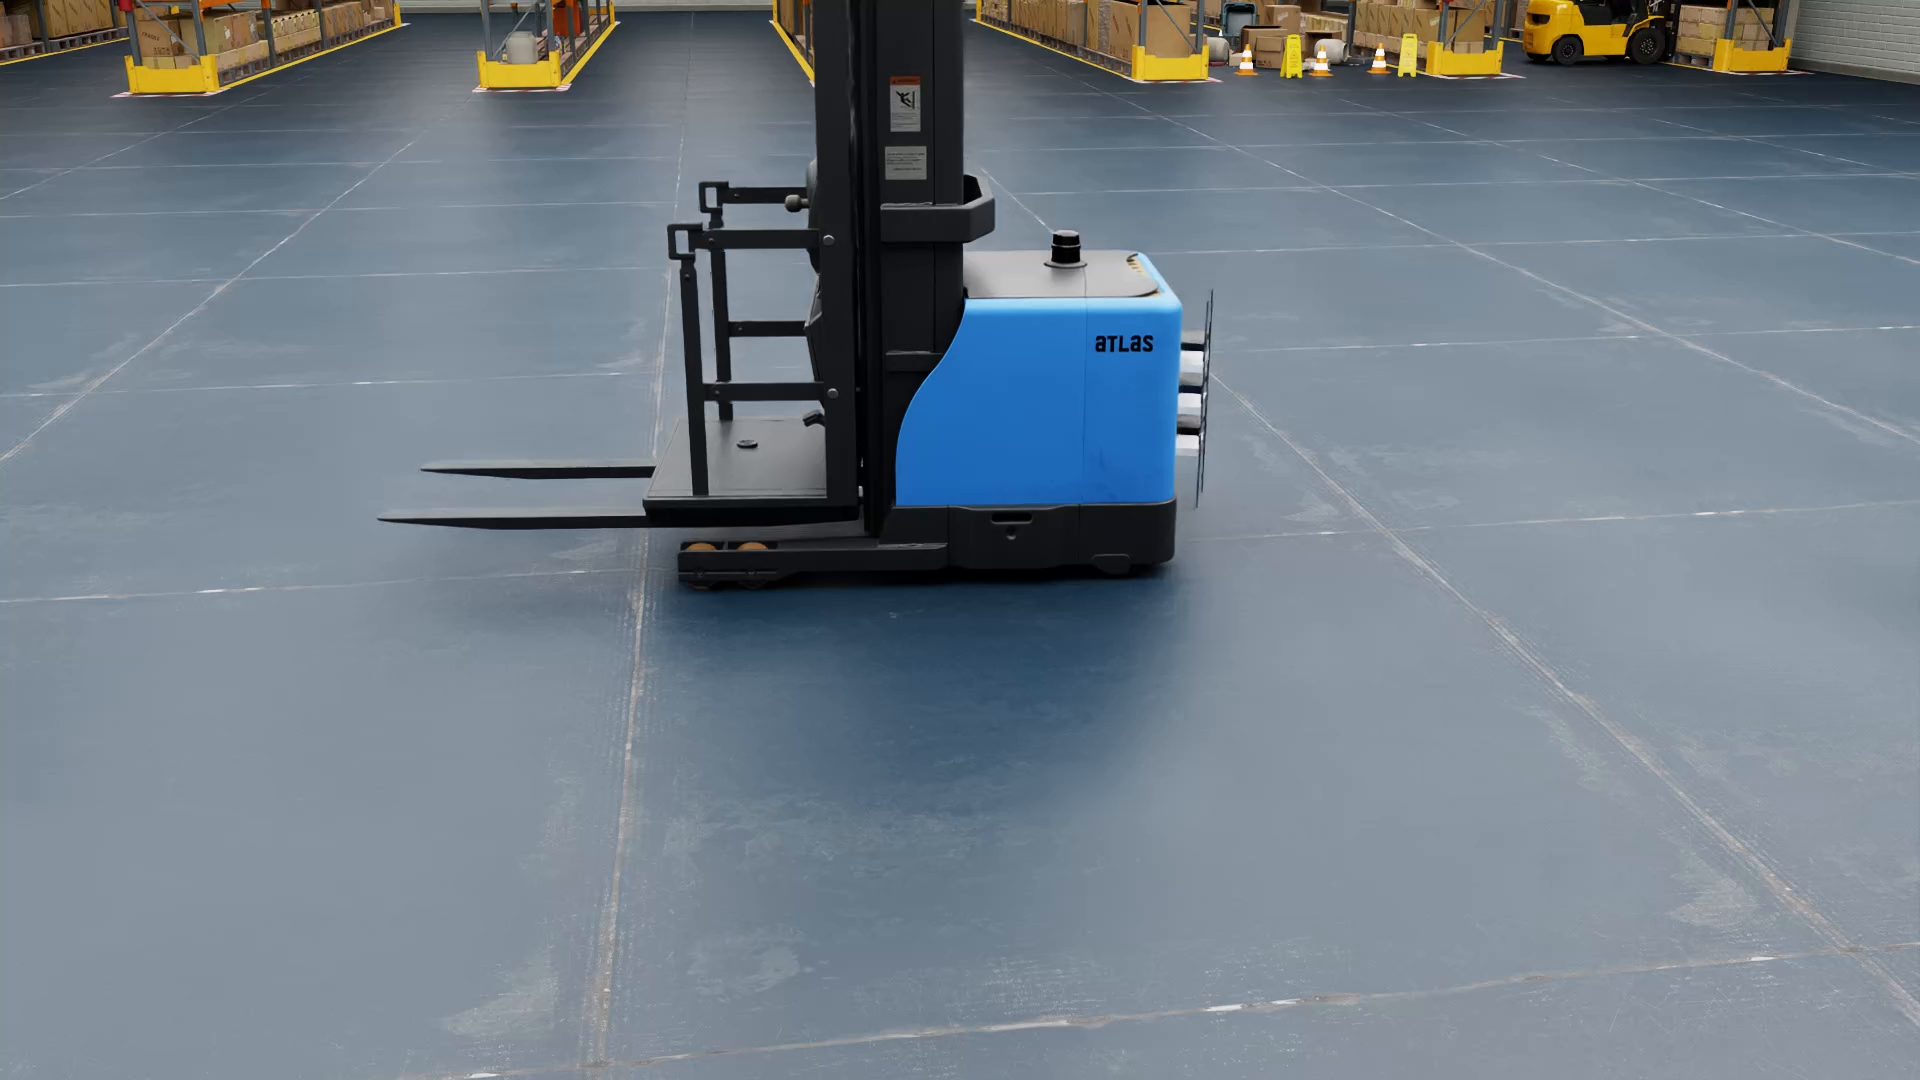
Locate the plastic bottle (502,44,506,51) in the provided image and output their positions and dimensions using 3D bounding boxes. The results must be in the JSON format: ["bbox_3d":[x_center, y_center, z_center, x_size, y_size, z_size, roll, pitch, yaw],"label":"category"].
[{"bbox_3d":[-7.267,-7.789,26.537,0.061,0.283,0.133,-2,21,-6],"label":"plastic bottle"}]

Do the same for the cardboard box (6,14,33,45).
[{"bbox_3d":[-17.335,-9.261,30.168,0.700,0.500,0.500,-3,21,-7],"label":"cardboard box"}]

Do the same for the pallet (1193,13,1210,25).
[{"bbox_3d":[6.233,-12.491,39.858,1.003,0.211,1.213,-3,21,-8],"label":"pallet"}]

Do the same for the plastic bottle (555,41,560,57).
[{"bbox_3d":[-6.580,-7.997,27.111,0.097,0.271,0.097,0,20,0],"label":"plastic bottle"}]

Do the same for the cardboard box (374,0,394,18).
[{"bbox_3d":[-13.420,-12.353,38.446,0.500,0.500,0.500,-3,21,-8],"label":"cardboard box"}]

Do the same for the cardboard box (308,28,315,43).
[{"bbox_3d":[-12.194,-9.284,30.616,0.500,0.250,0.500,-3,21,-8],"label":"cardboard box"}]

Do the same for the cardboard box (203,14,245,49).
[{"bbox_3d":[-11.506,-7.930,25.919,0.500,0.500,0.500,-3,21,-8],"label":"cardboard box"}]

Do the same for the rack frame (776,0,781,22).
[{"bbox_3d":[-3.939,-13.992,39.891,1.000,3.000,0.127,-3,21,-8],"label":"rack frame"}]

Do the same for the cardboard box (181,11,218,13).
[{"bbox_3d":[-12.175,-8.250,26.774,0.500,0.500,0.500,-3,21,-8],"label":"cardboard box"}]

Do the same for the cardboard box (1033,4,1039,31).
[{"bbox_3d":[1.784,-10.677,33.990,0.500,0.500,0.500,-3,21,-8],"label":"cardboard box"}]

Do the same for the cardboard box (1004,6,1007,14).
[{"bbox_3d":[1.201,-11.916,37.381,0.380,0.149,0.250,-3,21,-7],"label":"cardboard box"}]

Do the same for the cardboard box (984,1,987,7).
[{"bbox_3d":[0.789,-12.915,40.058,0.380,0.149,0.250,-3,21,-8],"label":"cardboard box"}]

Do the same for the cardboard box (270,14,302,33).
[{"bbox_3d":[-12.048,-9.198,29.584,0.500,0.311,0.500,-2,21,-6],"label":"cardboard box"}]

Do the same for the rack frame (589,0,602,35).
[{"bbox_3d":[-8.263,-12.357,35.514,1.000,3.000,0.127,-3,21,-8],"label":"rack frame"}]

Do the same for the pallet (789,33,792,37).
[{"bbox_3d":[-3.176,-11.037,35.966,1.003,0.211,1.213,-3,21,-8],"label":"pallet"}]

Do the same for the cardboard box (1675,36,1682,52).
[{"bbox_3d":[12.580,-8.605,28.798,0.500,0.250,0.500,-3,21,-7],"label":"cardboard box"}]

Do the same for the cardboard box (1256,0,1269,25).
[{"bbox_3d":[6.879,-11.475,35.590,0.875,0.875,0.875,-3,21,-7],"label":"cardboard box"}]

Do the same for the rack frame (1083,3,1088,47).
[{"bbox_3d":[2.714,-10.052,29.343,1.000,3.000,0.127,-3,21,-8],"label":"rack frame"}]

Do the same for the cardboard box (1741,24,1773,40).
[{"bbox_3d":[13.223,-8.520,27.855,0.500,0.250,0.500,-3,21,-7],"label":"cardboard box"}]

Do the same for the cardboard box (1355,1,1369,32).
[{"bbox_3d":[7.415,-9.379,29.798,0.500,0.500,0.500,-2,21,-5],"label":"cardboard box"}]

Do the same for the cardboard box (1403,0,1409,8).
[{"bbox_3d":[7.648,-8.991,27.832,0.380,0.149,0.250,-3,21,-7],"label":"cardboard box"}]

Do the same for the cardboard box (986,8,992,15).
[{"bbox_3d":[0.833,-12.604,39.651,0.380,0.149,0.250,-3,21,-7],"label":"cardboard box"}]

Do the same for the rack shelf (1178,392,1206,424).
[{"bbox_3d":[0.932,-0.567,7.044,0.200,0.077,0.258,5,21,12],"label":"rack shelf"}]

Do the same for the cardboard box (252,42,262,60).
[{"bbox_3d":[-11.667,-7.924,26.975,0.500,0.250,0.500,-3,21,-8],"label":"cardboard box"}]

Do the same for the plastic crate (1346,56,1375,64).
[{"bbox_3d":[7.013,-8.384,29.050,0.402,0.080,0.583,-11,23,-26],"label":"plastic crate"}]

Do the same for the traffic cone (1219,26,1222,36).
[{"bbox_3d":[5.002,-9.557,31.643,0.336,0.463,0.334,-3,21,-8],"label":"traffic cone"}]

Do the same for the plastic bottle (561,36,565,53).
[{"bbox_3d":[-6.714,-8.371,28.095,0.061,0.283,0.133,-2,21,-5],"label":"plastic bottle"}]

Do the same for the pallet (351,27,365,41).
[{"bbox_3d":[-13.011,-10.522,34.588,1.003,0.211,1.213,-3,21,-8],"label":"pallet"}]

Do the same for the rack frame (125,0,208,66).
[{"bbox_3d":[-11.436,-7.954,23.724,1.000,3.000,0.127,-3,21,-8],"label":"rack frame"}]

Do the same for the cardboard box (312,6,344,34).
[{"bbox_3d":[-12.520,-10.286,32.912,0.500,0.500,0.500,-3,21,-8],"label":"cardboard box"}]

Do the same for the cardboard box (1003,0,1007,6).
[{"bbox_3d":[1.176,-12.158,37.606,0.380,0.149,0.250,-3,21,-7],"label":"cardboard box"}]

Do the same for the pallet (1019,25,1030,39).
[{"bbox_3d":[1.853,-10.823,35.392,1.003,0.211,1.213,-3,21,-8],"label":"pallet"}]

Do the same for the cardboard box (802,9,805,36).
[{"bbox_3d":[-2.669,-10.026,32.217,0.700,0.500,0.500,-4,21,-11],"label":"cardboard box"}]

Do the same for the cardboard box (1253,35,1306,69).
[{"bbox_3d":[5.416,-8.263,28.120,0.637,0.503,0.797,17,27,39],"label":"cardboard box"}]

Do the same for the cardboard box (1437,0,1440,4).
[{"bbox_3d":[11.203,-12.205,38.080,0.500,0.500,0.500,-2,21,-5],"label":"cardboard box"}]

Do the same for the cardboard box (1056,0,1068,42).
[{"bbox_3d":[2.400,-9.740,31.121,1.050,0.750,0.750,-3,21,-8],"label":"cardboard box"}]

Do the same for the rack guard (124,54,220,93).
[{"bbox_3d":[-11.432,-6.774,24.140,1.175,0.500,0.348,-3,21,-8],"label":"rack guard"}]

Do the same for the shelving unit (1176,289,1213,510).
[{"bbox_3d":[0.932,-0.598,7.032,0.210,0.900,0.258,5,21,12],"label":"shelving unit"}]

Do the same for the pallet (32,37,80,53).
[{"bbox_3d":[-17.529,-9.443,31.697,1.003,0.211,1.213,-3,21,-8],"label":"pallet"}]

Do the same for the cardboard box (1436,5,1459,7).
[{"bbox_3d":[8.184,-8.868,28.431,0.500,0.500,0.500,-3,21,-7],"label":"cardboard box"}]

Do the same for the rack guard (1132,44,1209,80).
[{"bbox_3d":[3.294,-7.488,26.050,1.175,0.500,0.348,-3,21,-8],"label":"rack guard"}]

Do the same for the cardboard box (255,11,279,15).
[{"bbox_3d":[-12.720,-9.517,30.439,0.500,0.311,0.500,-3,21,-9],"label":"cardboard box"}]

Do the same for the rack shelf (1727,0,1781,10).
[{"bbox_3d":[12.797,-9.559,29.051,1.077,0.370,4.000,-3,21,-8],"label":"rack shelf"}]

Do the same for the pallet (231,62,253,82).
[{"bbox_3d":[-11.760,-7.332,26.044,1.003,0.211,1.213,-3,21,-8],"label":"pallet"}]

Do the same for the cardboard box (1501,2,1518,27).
[{"bbox_3d":[11.659,-11.135,35.214,0.500,0.500,0.500,-2,21,-6],"label":"cardboard box"}]

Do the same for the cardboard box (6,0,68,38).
[{"bbox_3d":[-17.466,-9.923,31.470,0.750,0.750,0.750,-3,21,-8],"label":"cardboard box"}]

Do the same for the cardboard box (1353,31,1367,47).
[{"bbox_3d":[7.415,-9.028,29.929,0.500,0.250,0.500,-4,21,-10],"label":"cardboard box"}]

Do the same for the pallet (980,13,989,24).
[{"bbox_3d":[1.077,-12.591,40.127,1.003,0.211,1.213,-3,21,-8],"label":"pallet"}]

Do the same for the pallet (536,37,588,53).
[{"bbox_3d":[-7.613,-9.396,31.570,1.003,0.211,1.213,-3,21,-8],"label":"pallet"}]

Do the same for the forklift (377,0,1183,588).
[{"bbox_3d":[-0.709,-1.380,6.223,3.031,2.935,1.130,-1,20,-2],"label":"forklift"}]

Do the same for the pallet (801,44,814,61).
[{"bbox_3d":[-2.323,-8.800,29.976,1.003,0.211,1.213,-3,21,-8],"label":"pallet"}]
